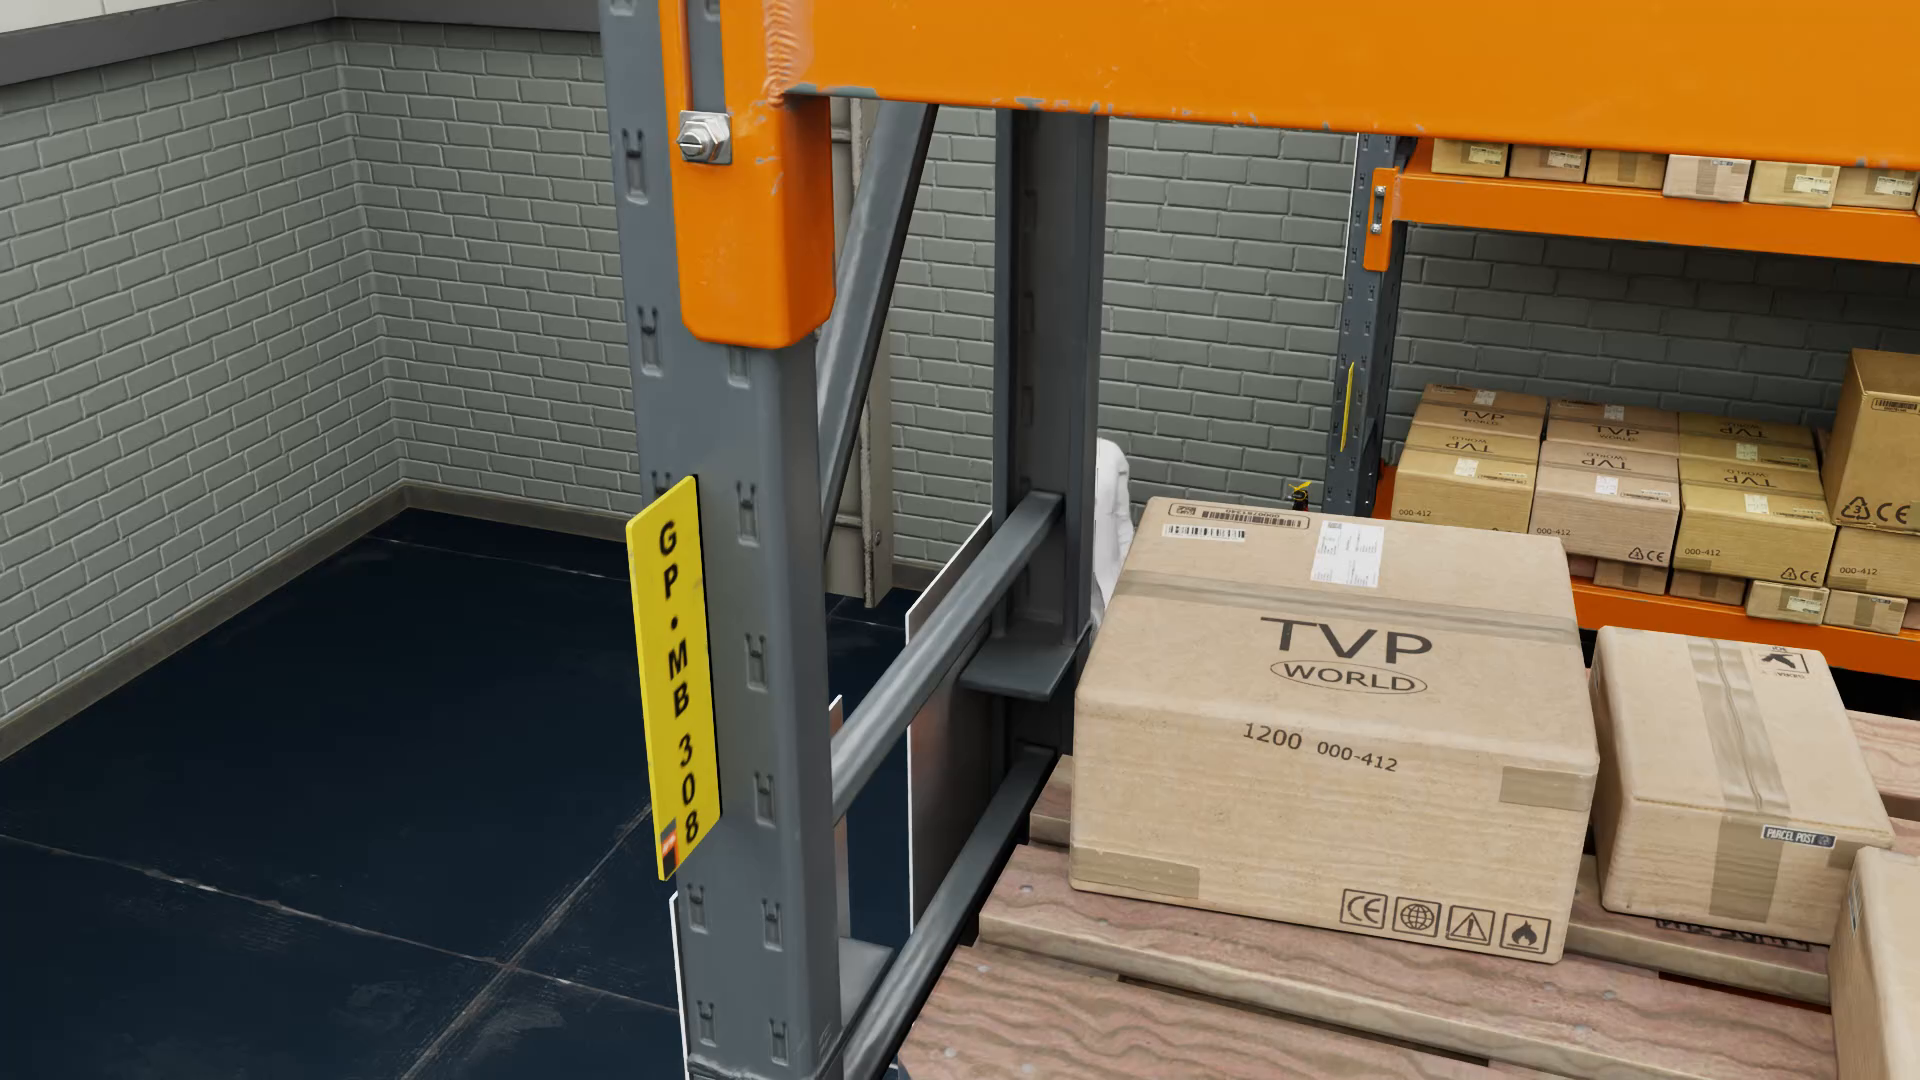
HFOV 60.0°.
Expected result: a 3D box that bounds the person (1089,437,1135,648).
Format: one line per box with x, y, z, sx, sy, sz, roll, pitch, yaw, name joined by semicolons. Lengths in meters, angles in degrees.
0.522;0.231;7.121;0.611;1.775;0.629;-5;26;-11;person
